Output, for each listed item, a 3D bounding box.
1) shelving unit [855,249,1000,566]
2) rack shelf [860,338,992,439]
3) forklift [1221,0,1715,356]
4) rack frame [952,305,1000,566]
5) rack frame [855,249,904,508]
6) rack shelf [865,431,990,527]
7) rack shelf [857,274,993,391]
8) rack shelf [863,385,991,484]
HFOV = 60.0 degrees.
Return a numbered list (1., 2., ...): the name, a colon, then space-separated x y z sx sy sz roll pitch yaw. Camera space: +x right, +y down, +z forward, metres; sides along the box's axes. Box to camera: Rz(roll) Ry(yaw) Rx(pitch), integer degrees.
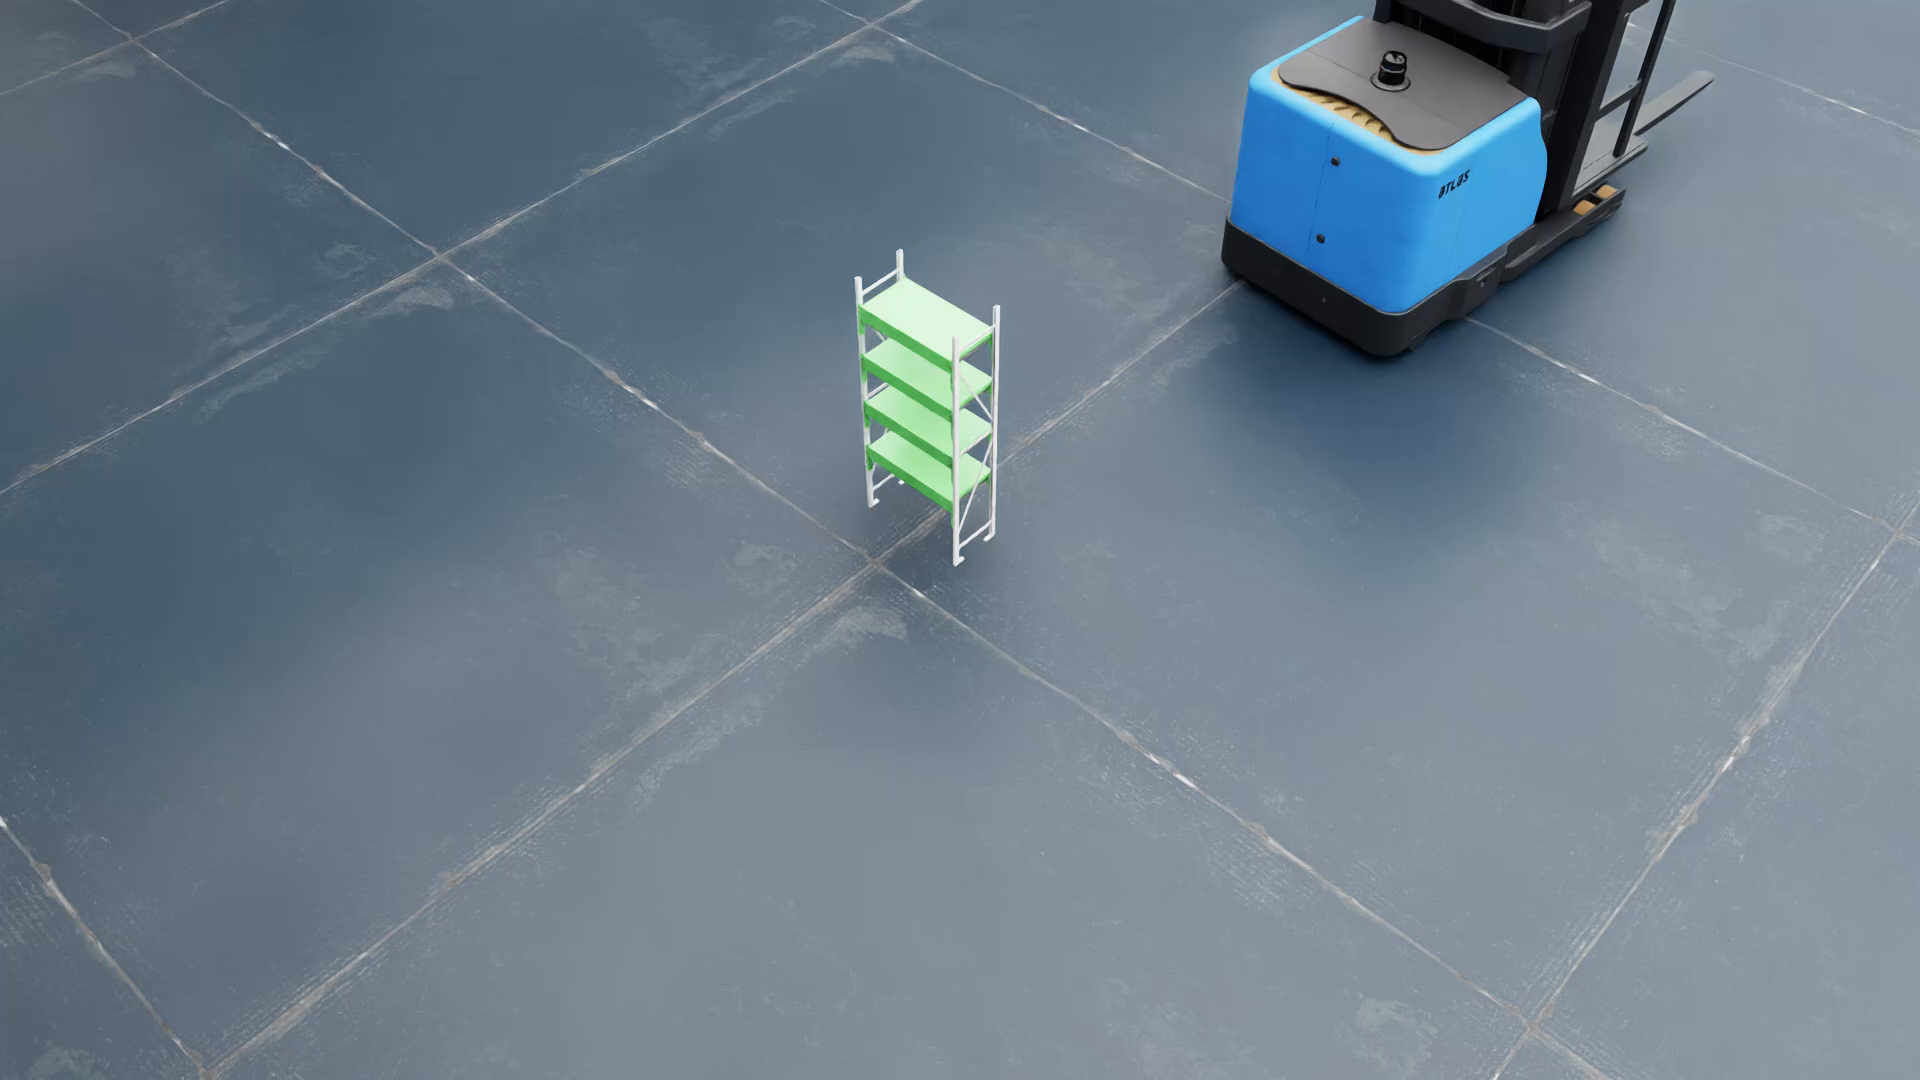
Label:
1. shelving unit: -0.122 -0.493 6.498 0.503 1.200 0.258 34 55 28
2. rack shelf: -0.122 -0.613 6.370 0.480 0.148 0.258 34 55 28
3. forklift: 2.692 -2.779 7.457 3.031 2.935 1.130 -33 55 -27
4. rack frame: 0.058 -0.372 6.385 0.015 1.200 0.240 34 55 28
5. rack frame: -0.301 -0.613 6.611 0.015 1.200 0.240 34 55 28
6. rack shelf: -0.122 -0.285 6.720 0.480 0.148 0.258 34 55 28
7. rack shelf: -0.122 -0.777 6.195 0.480 0.148 0.258 34 55 28
8. rack shelf: -0.122 -0.449 6.545 0.480 0.148 0.258 34 55 28
